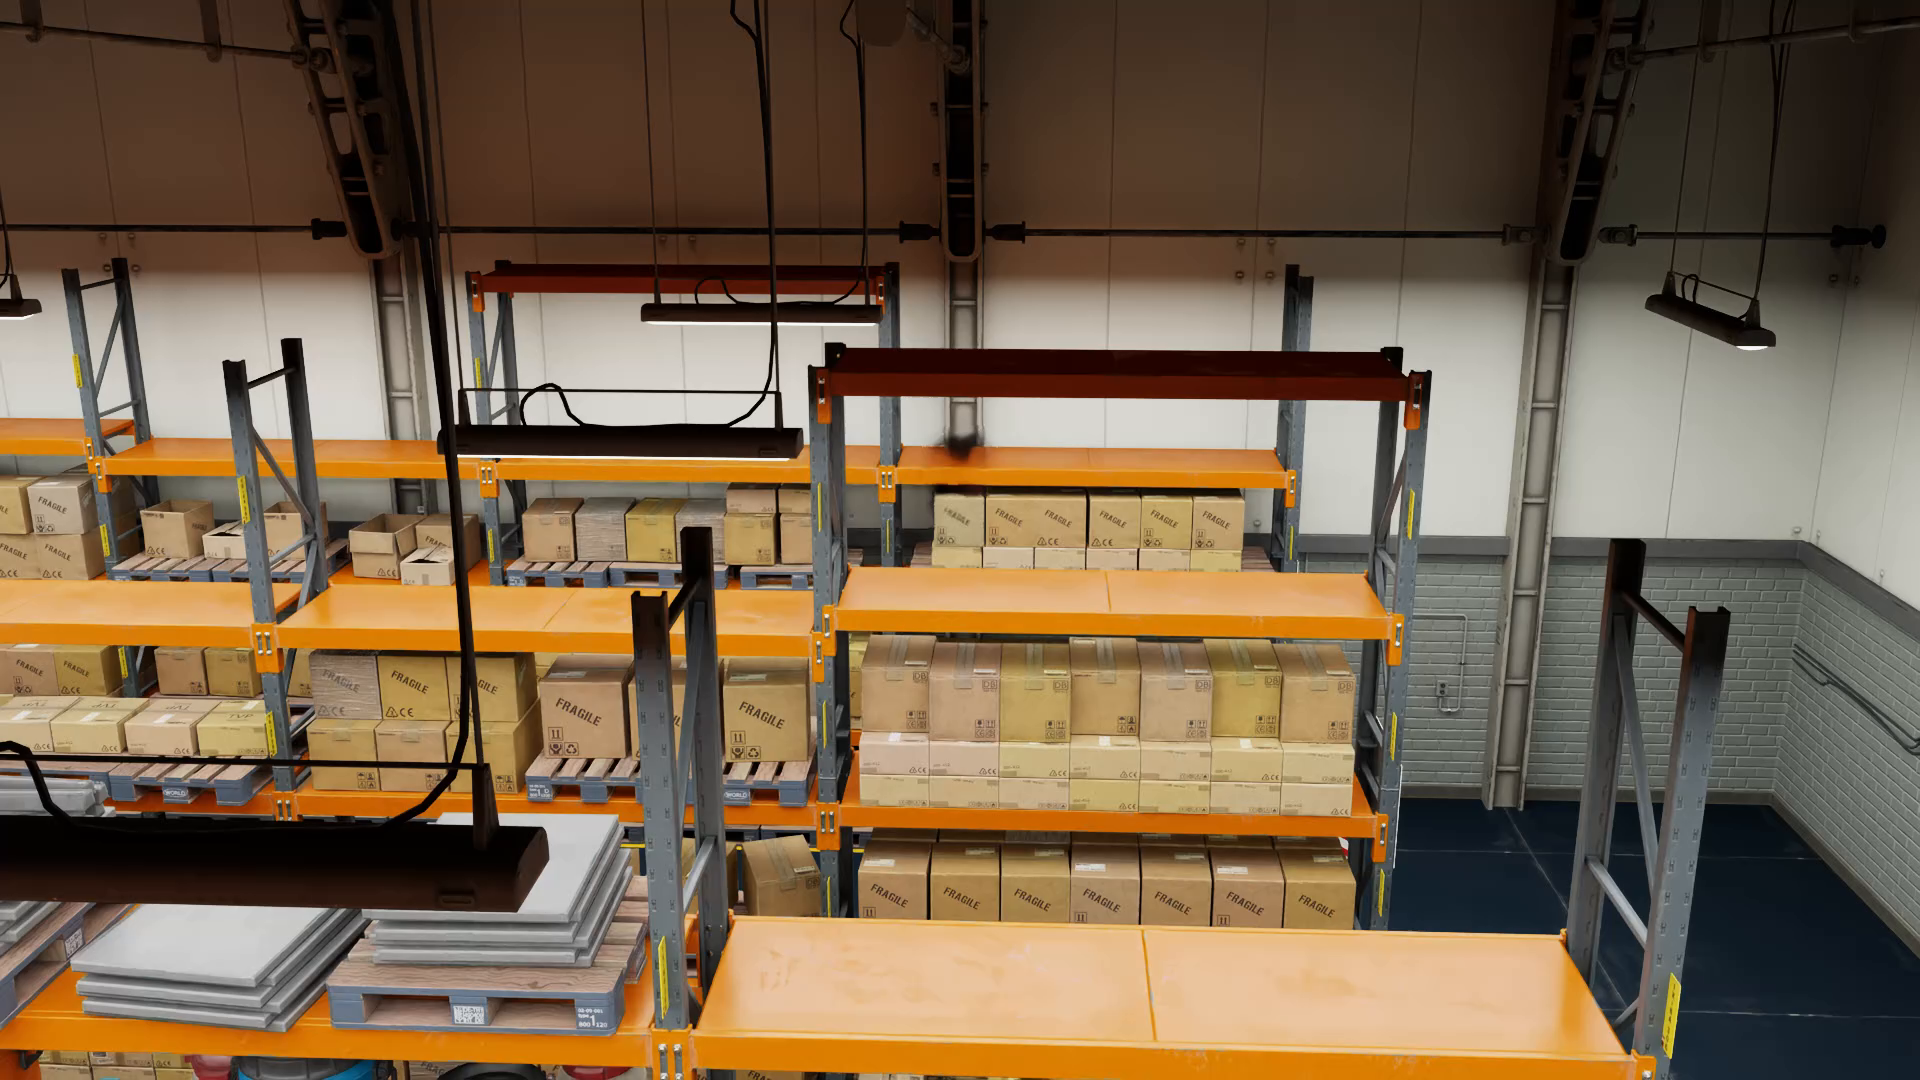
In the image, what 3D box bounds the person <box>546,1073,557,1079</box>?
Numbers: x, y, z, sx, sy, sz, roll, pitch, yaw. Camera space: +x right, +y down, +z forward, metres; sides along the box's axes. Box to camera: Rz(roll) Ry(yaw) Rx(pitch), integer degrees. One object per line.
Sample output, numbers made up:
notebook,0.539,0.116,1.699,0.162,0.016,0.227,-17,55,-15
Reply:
person,-2.673,4.232,11.053,0.524,1.665,0.404,9,18,28
